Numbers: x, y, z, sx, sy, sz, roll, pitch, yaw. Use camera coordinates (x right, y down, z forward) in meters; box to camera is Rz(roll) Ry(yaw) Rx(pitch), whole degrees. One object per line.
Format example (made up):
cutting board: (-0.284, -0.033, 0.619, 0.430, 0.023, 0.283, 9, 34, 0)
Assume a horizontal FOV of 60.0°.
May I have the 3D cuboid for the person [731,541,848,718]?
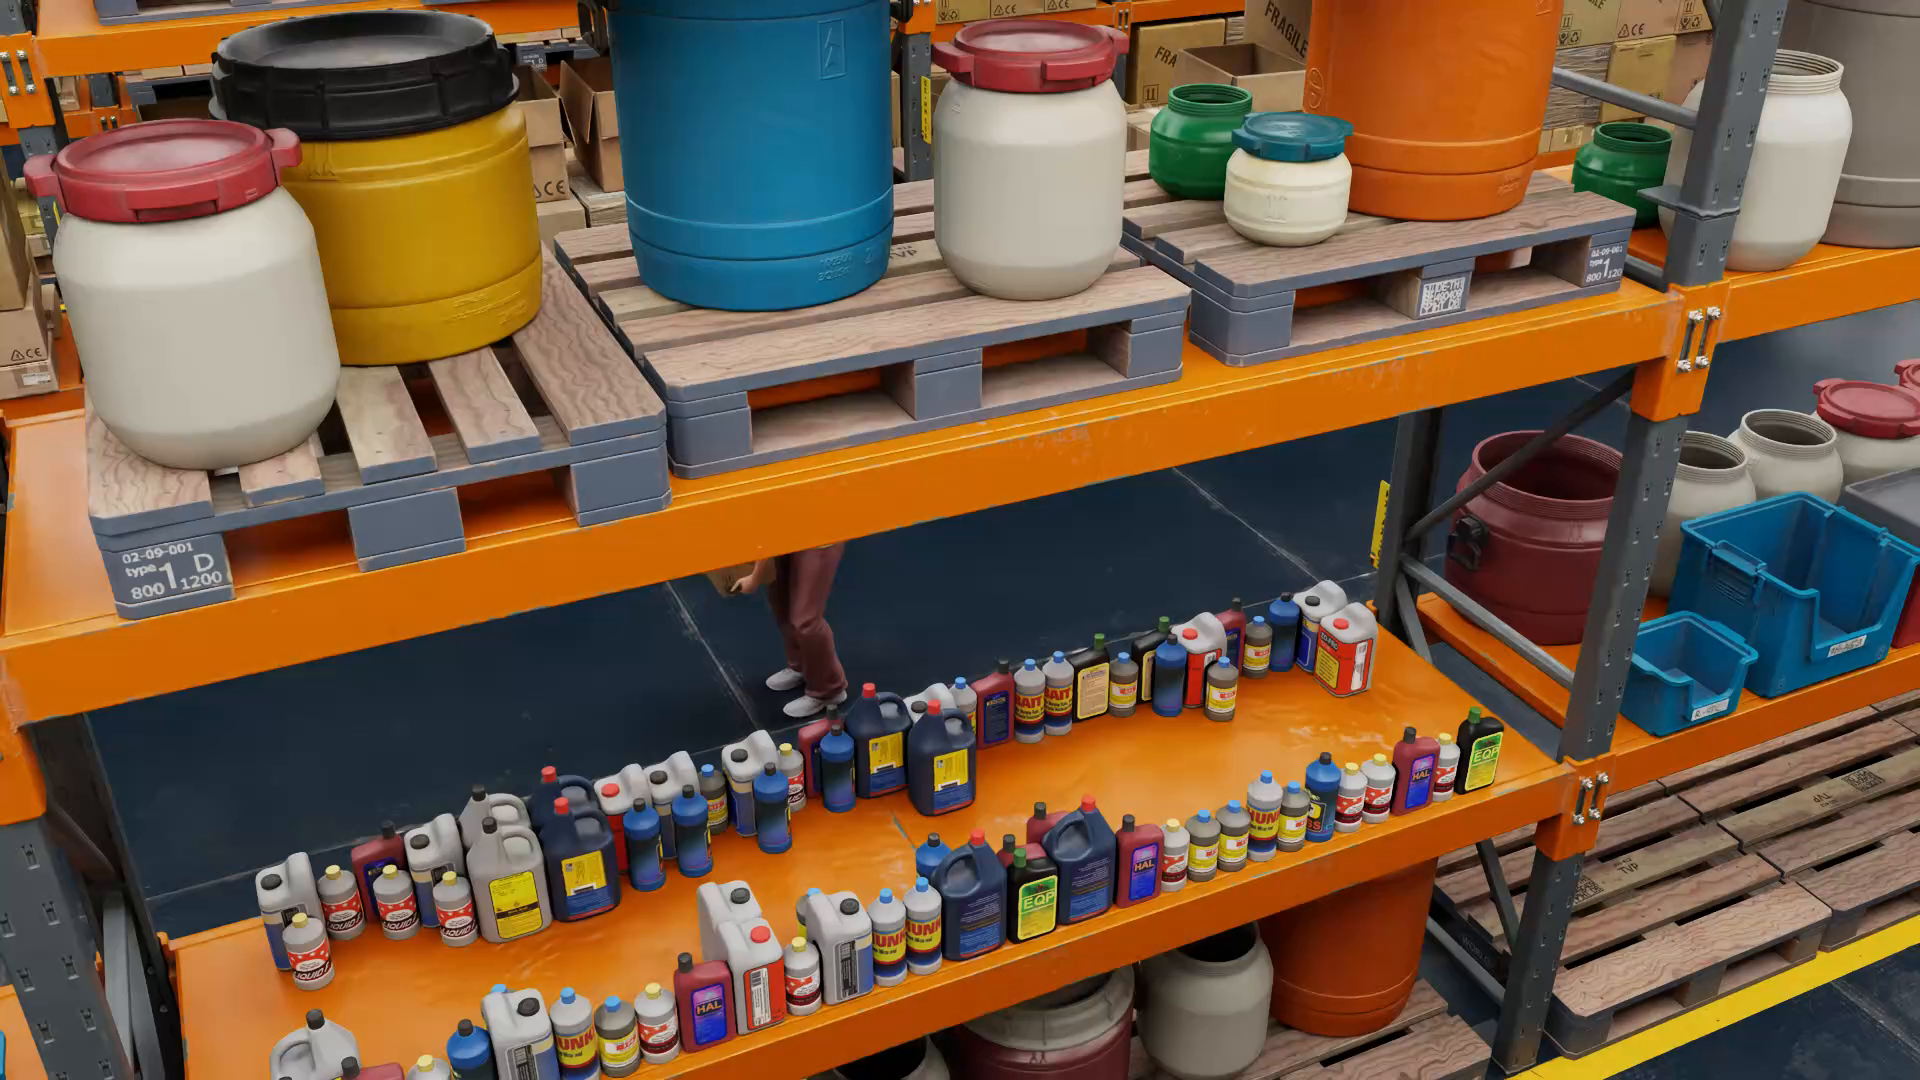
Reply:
person: (-0.775, 0.046, 7.158, 0.582, 1.571, 0.412, -14, 32, -23)
